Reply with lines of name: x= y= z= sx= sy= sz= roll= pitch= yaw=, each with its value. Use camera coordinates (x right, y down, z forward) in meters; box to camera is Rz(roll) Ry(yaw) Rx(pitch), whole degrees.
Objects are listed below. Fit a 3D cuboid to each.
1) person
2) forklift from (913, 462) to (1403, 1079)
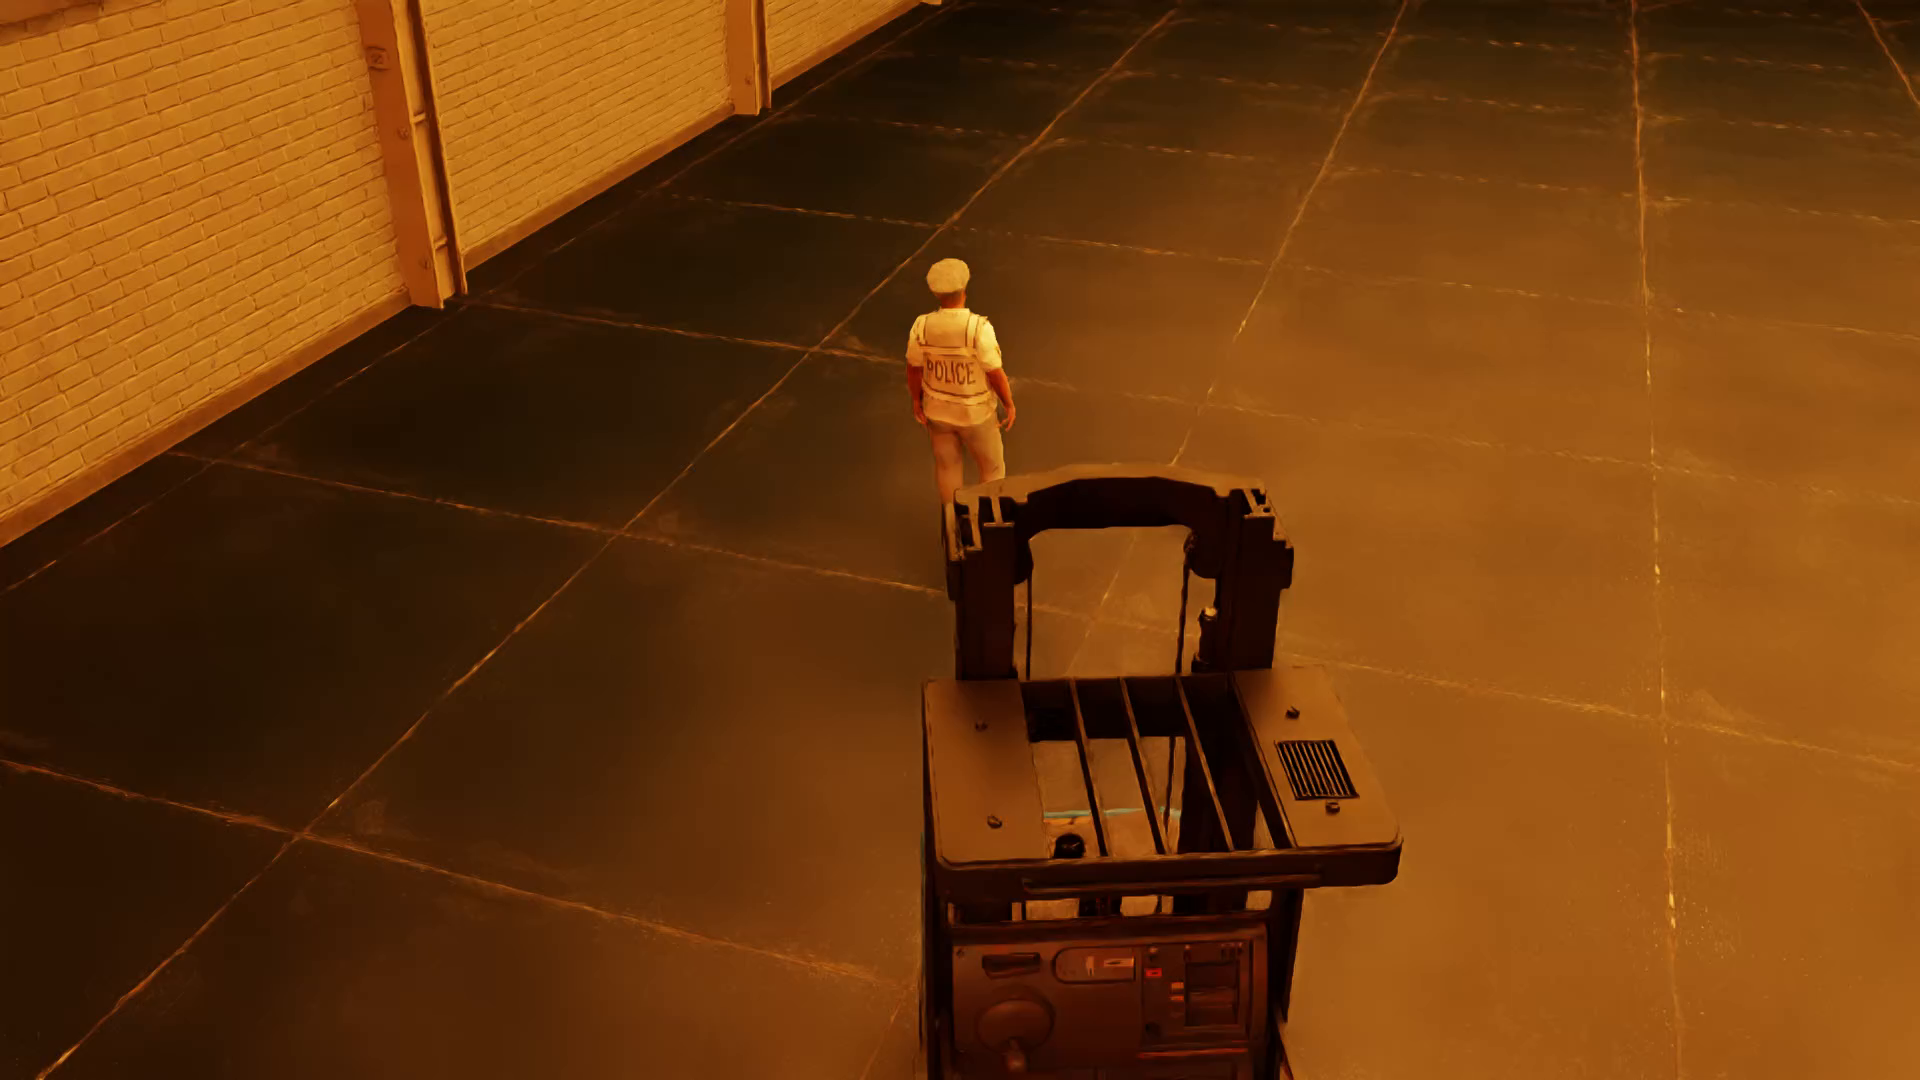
person: x=0.037 y=-0.815 z=9.712 sx=0.640 sy=1.781 sz=0.574 roll=10 pitch=31 yaw=16
forklift: x=0.459 y=1.390 z=4.698 sx=1.130 sy=2.935 sz=3.031 roll=-2 pitch=30 yaw=-3
